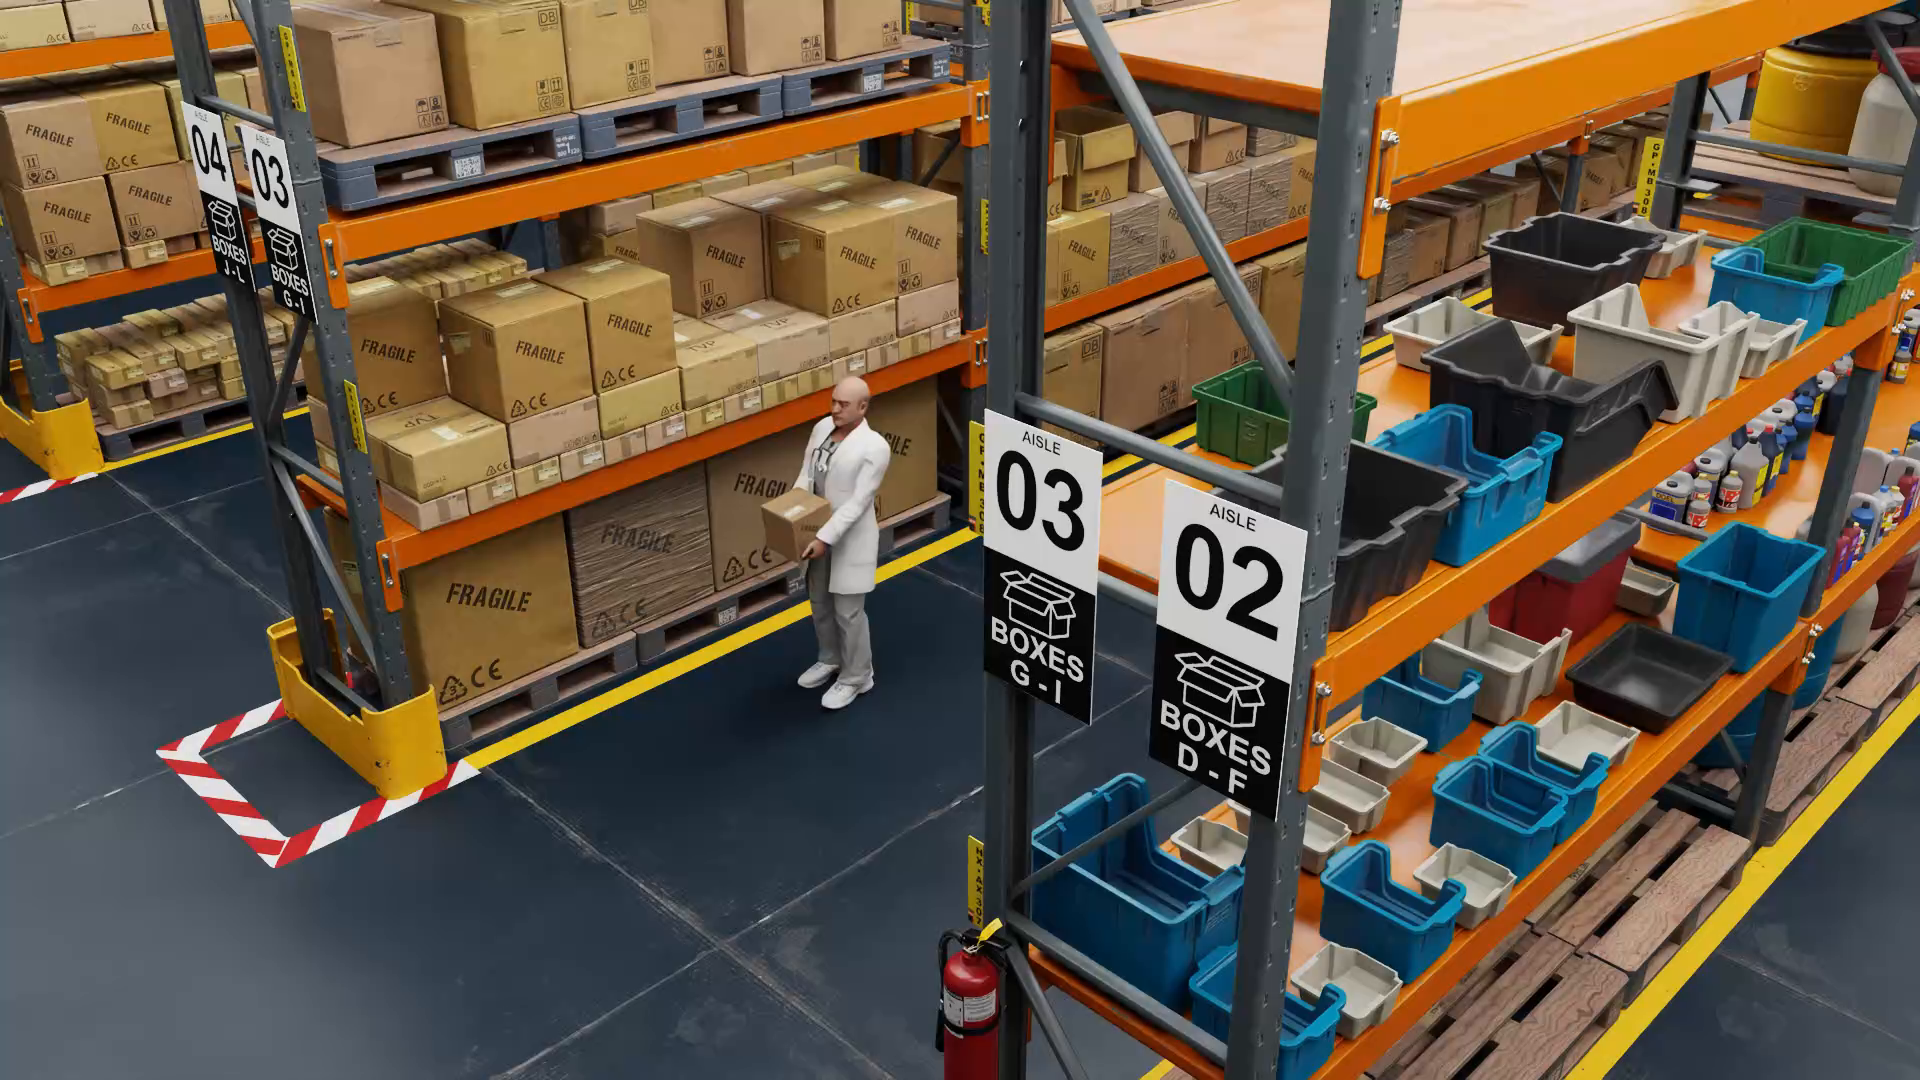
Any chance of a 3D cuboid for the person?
[{"bbox_3d":[-0.677,0.029,8.587,0.555,1.771,0.529,-24,36,-38],"label":"person"}]
